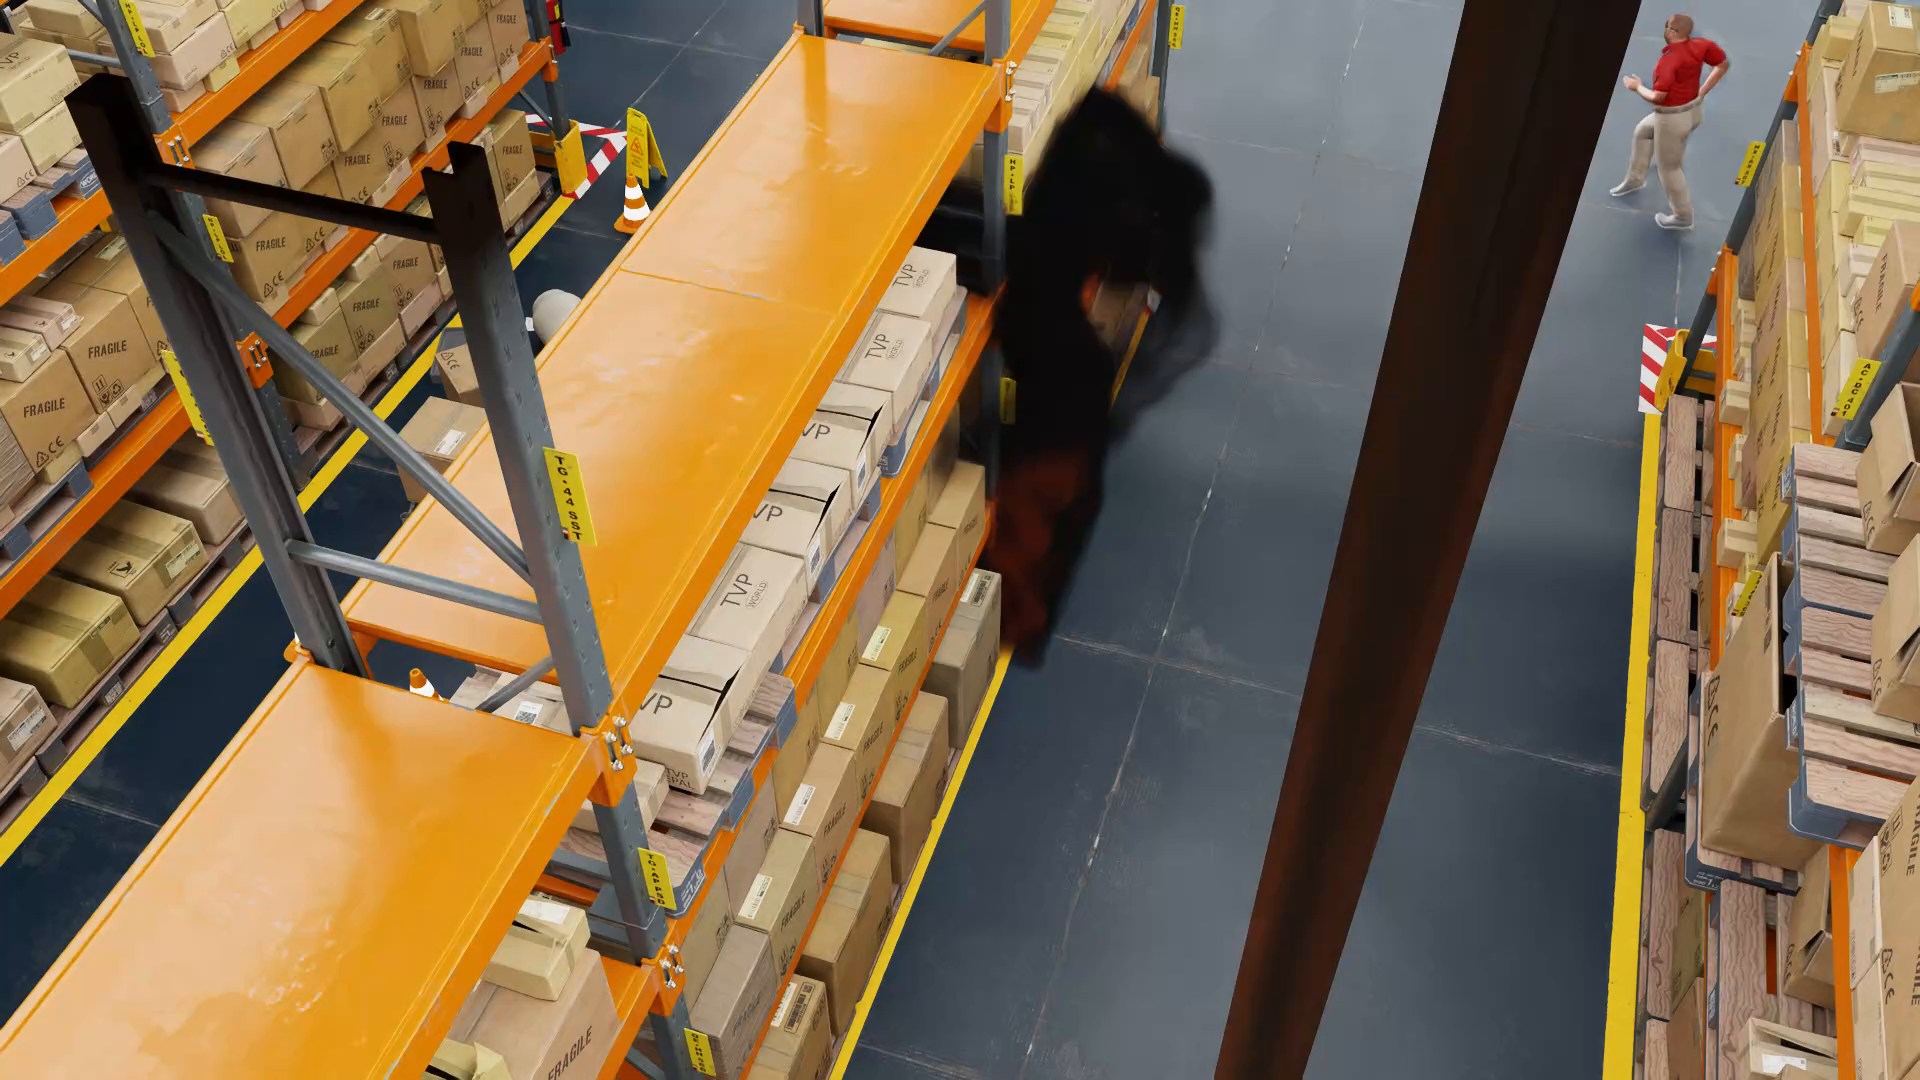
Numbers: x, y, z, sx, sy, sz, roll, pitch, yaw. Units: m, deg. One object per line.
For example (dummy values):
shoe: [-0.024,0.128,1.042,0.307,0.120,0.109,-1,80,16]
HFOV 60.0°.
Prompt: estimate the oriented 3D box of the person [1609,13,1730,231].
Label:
person: [5.680,-3.294,13.212,0.677,1.738,0.932,-30,53,-26]
